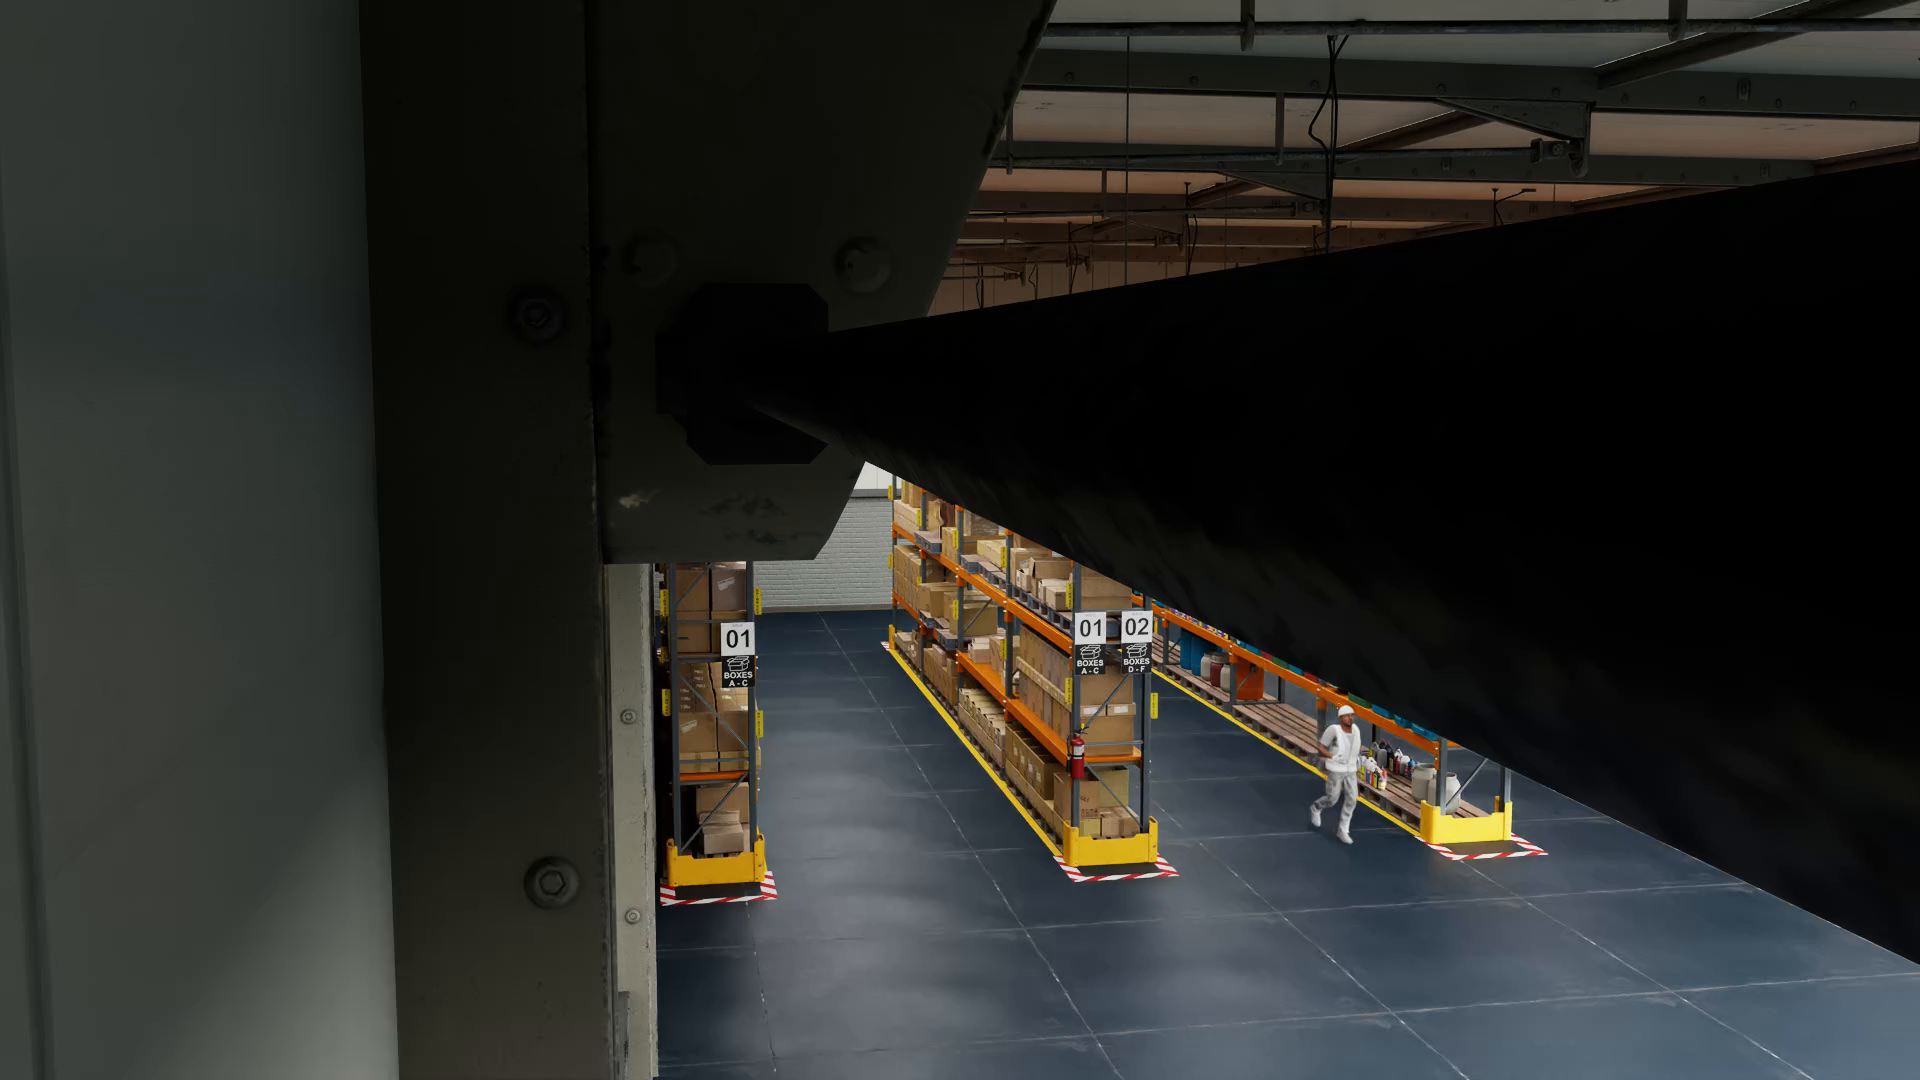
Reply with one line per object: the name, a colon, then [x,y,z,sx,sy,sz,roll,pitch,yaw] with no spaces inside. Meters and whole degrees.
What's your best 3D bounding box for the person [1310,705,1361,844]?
person: [5.059,3.071,22.147,0.693,1.782,0.833,-2,7,-21]
